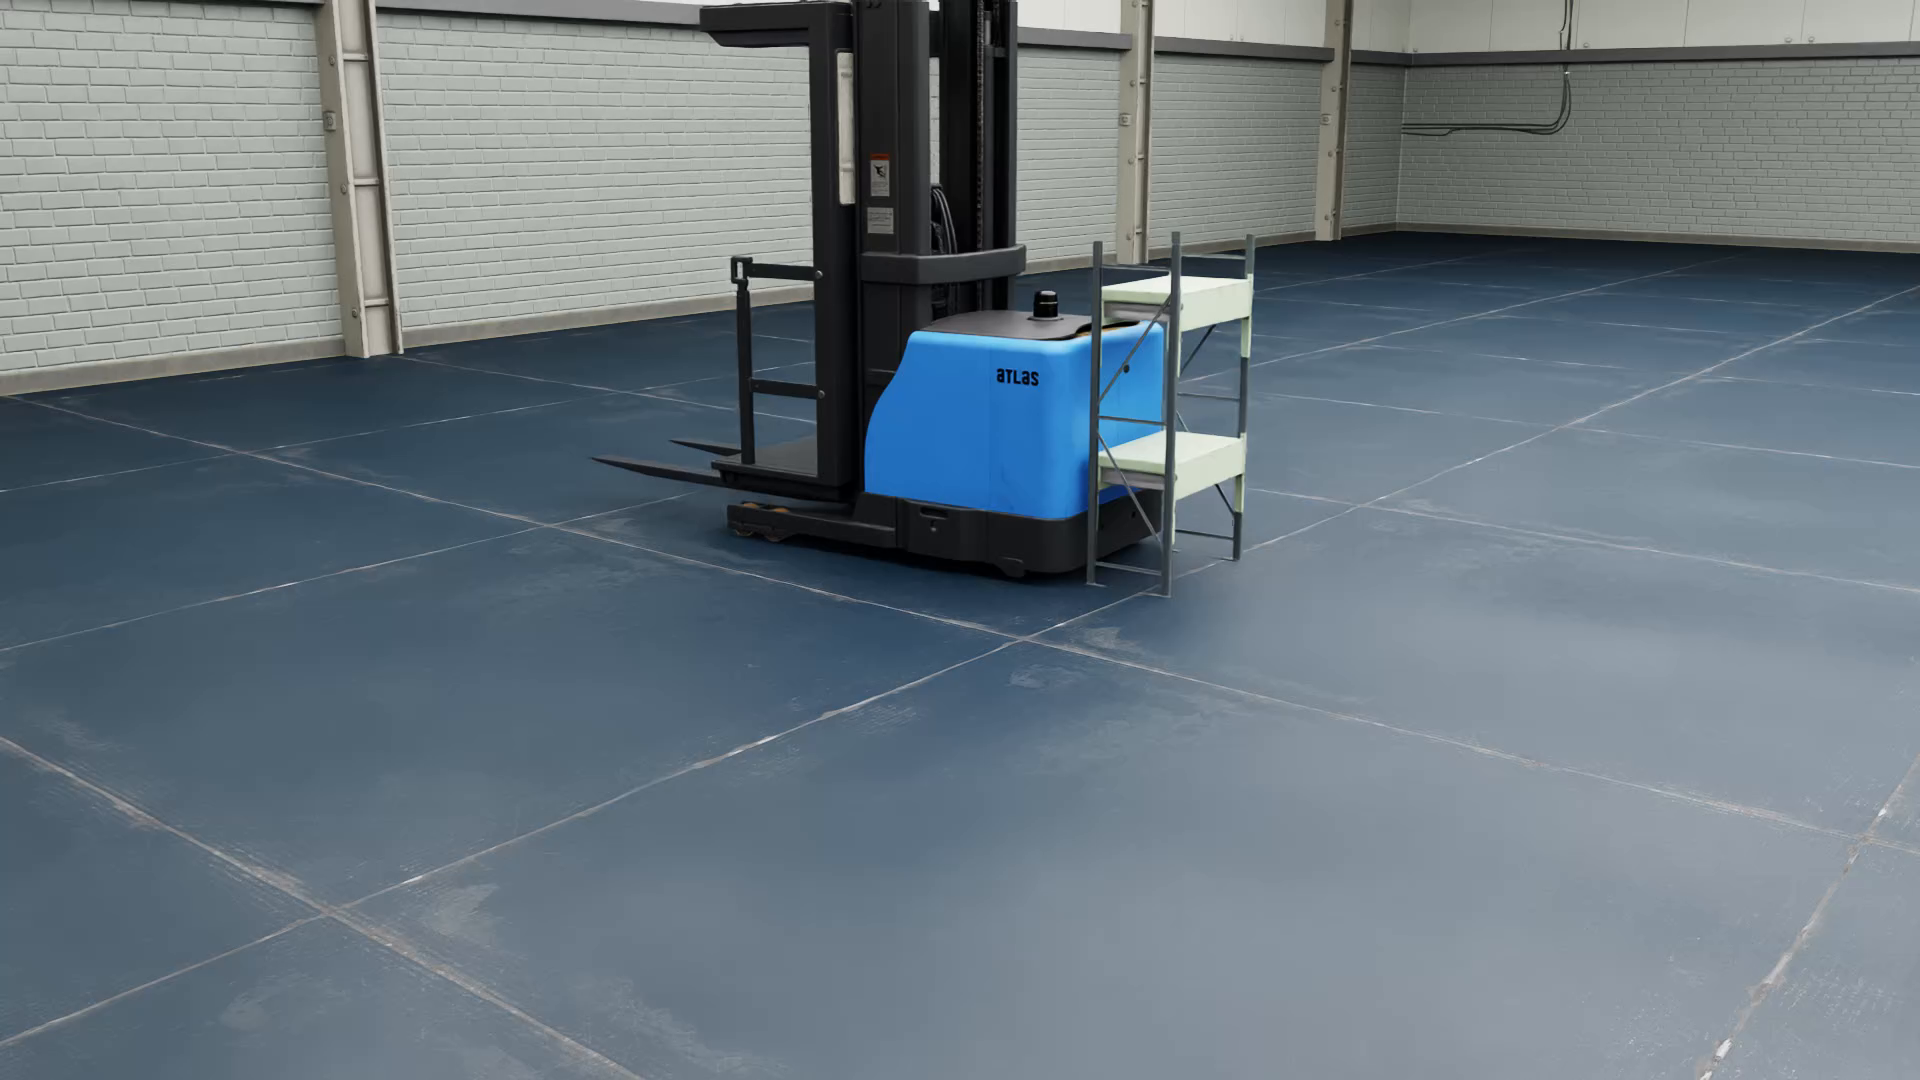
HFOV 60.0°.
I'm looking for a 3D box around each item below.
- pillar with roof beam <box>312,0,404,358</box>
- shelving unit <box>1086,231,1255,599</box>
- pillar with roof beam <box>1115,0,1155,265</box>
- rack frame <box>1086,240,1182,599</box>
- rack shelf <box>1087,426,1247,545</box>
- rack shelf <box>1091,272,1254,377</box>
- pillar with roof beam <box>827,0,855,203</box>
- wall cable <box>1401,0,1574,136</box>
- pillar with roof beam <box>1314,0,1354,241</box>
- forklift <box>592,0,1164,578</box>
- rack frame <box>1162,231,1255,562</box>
[{"bbox_3d":[-1.763,-5.318,10.781,9.100,9.000,0.400,11,18,38],"label":"pillar with roof beam"},{"bbox_3d":[0.933,-0.577,7.349,0.431,1.500,0.755,9,17,32],"label":"shelving unit"},{"bbox_3d":[5.779,-7.616,19.828,9.100,9.000,0.400,11,18,38],"label":"pillar with roof beam"},{"bbox_3d":[0.731,-0.502,7.053,0.400,1.500,0.023,9,17,32],"label":"rack frame"},{"bbox_3d":[0.933,-0.261,7.429,0.431,0.370,0.720,9,17,32],"label":"rack shelf"},{"bbox_3d":[0.933,-0.955,7.252,0.431,0.370,0.720,9,17,32],"label":"rack shelf"},{"bbox_3d":[2.008,-6.467,15.305,9.100,9.000,0.400,11,18,38],"label":"pillar with roof beam"},{"bbox_3d":[9.082,-8.286,28.771,3.097,2.526,0.112,11,18,38],"label":"wall cable"},{"bbox_3d":[9.550,-8.765,24.351,9.100,9.000,0.400,11,18,38],"label":"pillar with roof beam"},{"bbox_3d":[-0.539,-1.509,8.109,3.031,2.935,1.130,9,17,32],"label":"forklift"},{"bbox_3d":[1.135,-0.652,7.644,0.400,1.500,0.023,9,17,32],"label":"rack frame"}]
